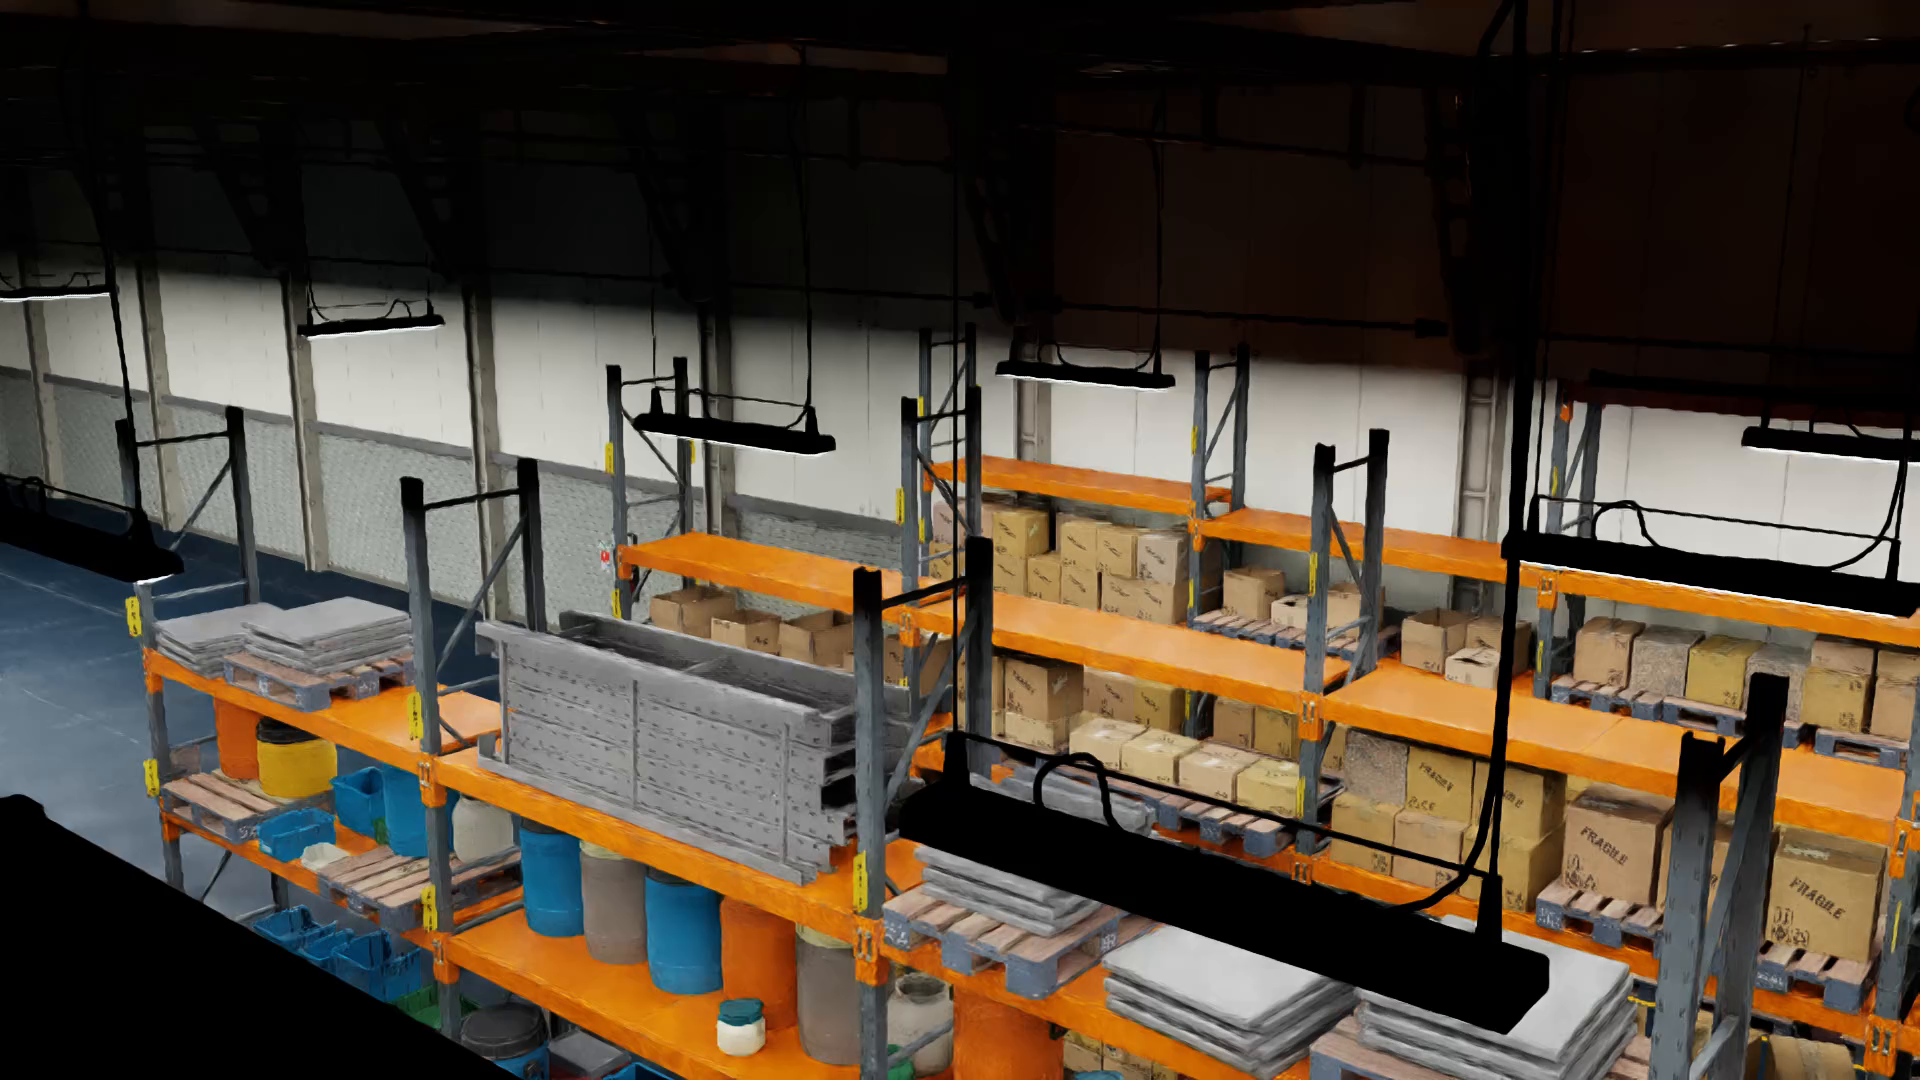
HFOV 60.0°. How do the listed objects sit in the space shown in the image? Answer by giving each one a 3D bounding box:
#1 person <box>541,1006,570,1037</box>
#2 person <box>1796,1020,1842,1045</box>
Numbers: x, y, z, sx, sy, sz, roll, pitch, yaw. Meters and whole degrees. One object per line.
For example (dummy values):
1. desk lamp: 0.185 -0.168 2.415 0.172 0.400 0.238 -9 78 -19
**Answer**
1. person: -3.684 3.977 15.127 0.453 1.531 0.873 -7 14 -28
2. person: 6.946 4.330 13.386 0.546 1.631 0.729 9 16 36
